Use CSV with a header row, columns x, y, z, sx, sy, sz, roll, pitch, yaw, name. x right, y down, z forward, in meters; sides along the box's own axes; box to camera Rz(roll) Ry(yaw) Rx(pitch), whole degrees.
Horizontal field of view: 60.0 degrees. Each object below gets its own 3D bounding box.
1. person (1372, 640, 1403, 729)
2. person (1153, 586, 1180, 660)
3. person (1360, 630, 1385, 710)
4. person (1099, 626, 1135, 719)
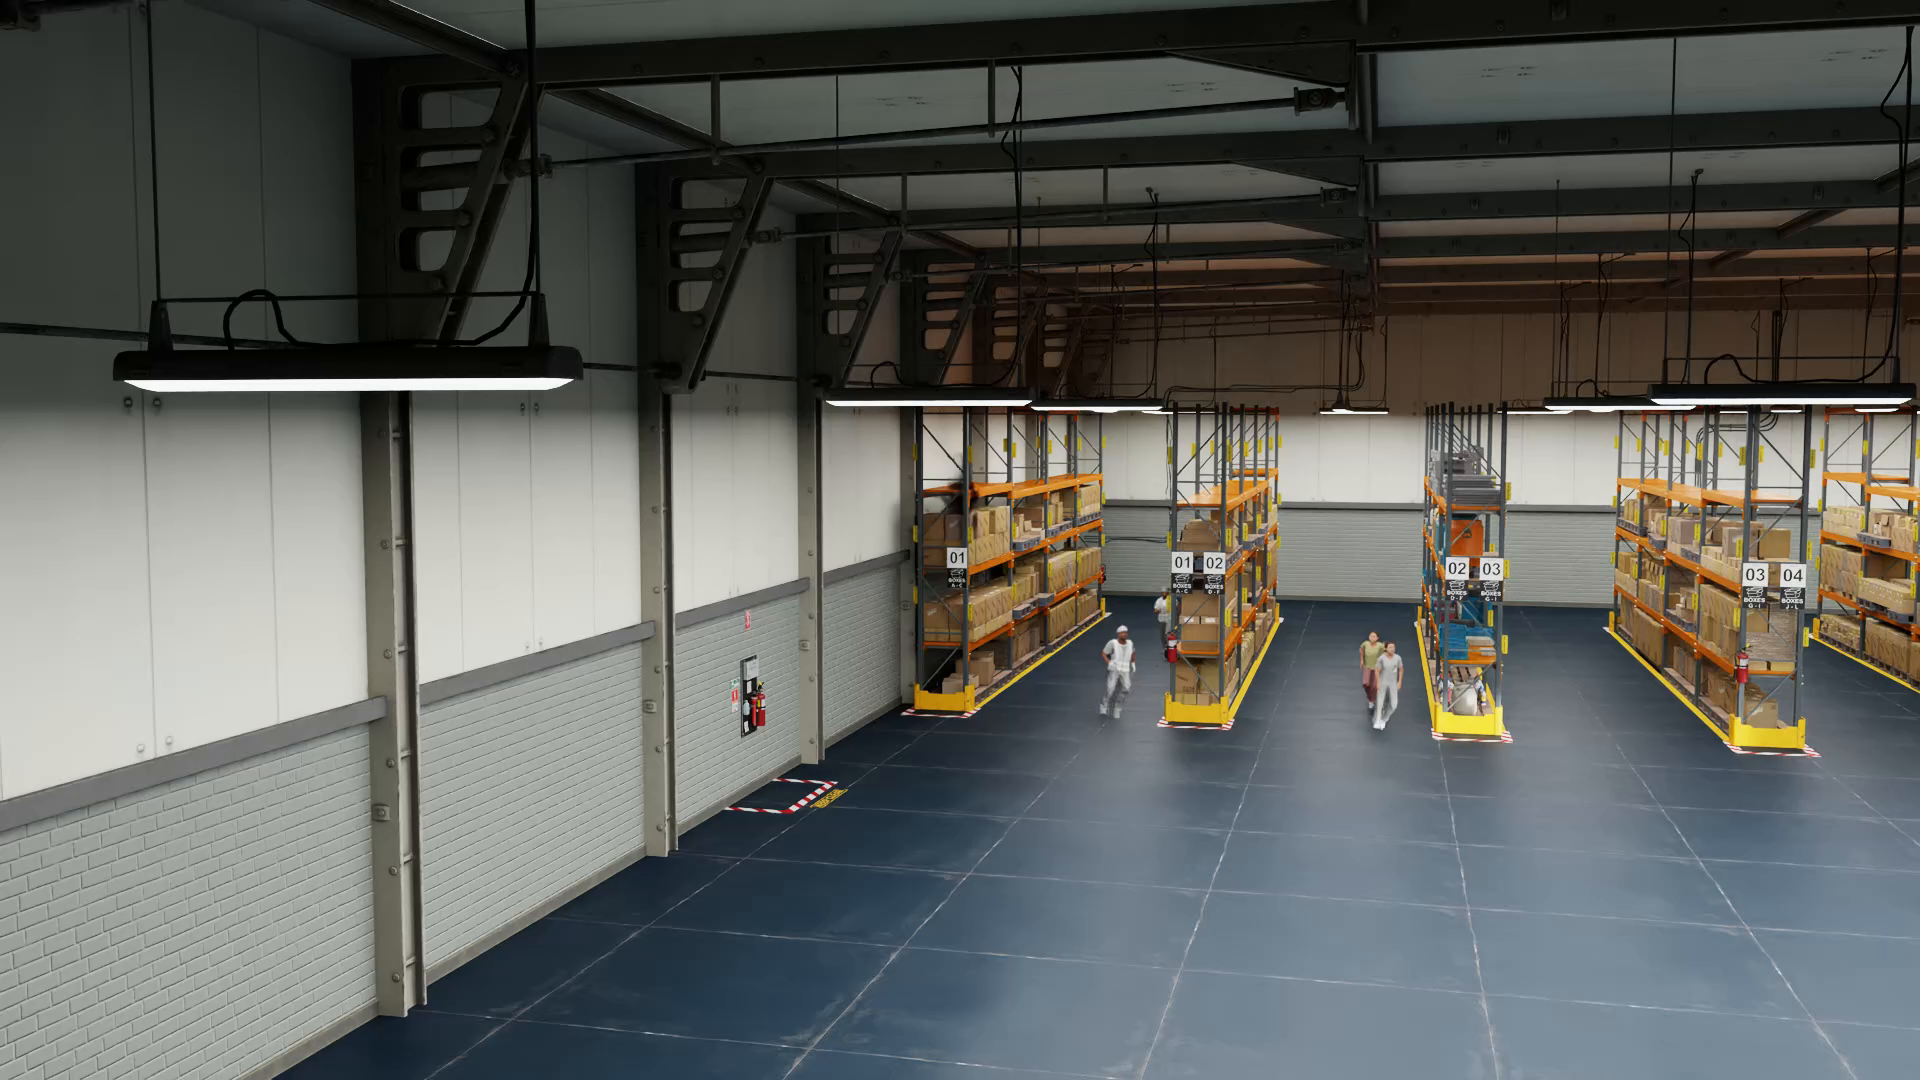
x,y,z,sx,sy,sz,roll,pitch,yaw,name
7.815,2.644,30.283,0.525,1.653,0.481,0,4,2,person
4.925,1.956,39.617,0.587,1.742,0.897,2,5,21,person
8.094,2.527,32.552,0.547,1.582,0.817,1,4,17,person
3.053,2.518,31.707,0.749,1.764,0.650,-1,4,-15,person
